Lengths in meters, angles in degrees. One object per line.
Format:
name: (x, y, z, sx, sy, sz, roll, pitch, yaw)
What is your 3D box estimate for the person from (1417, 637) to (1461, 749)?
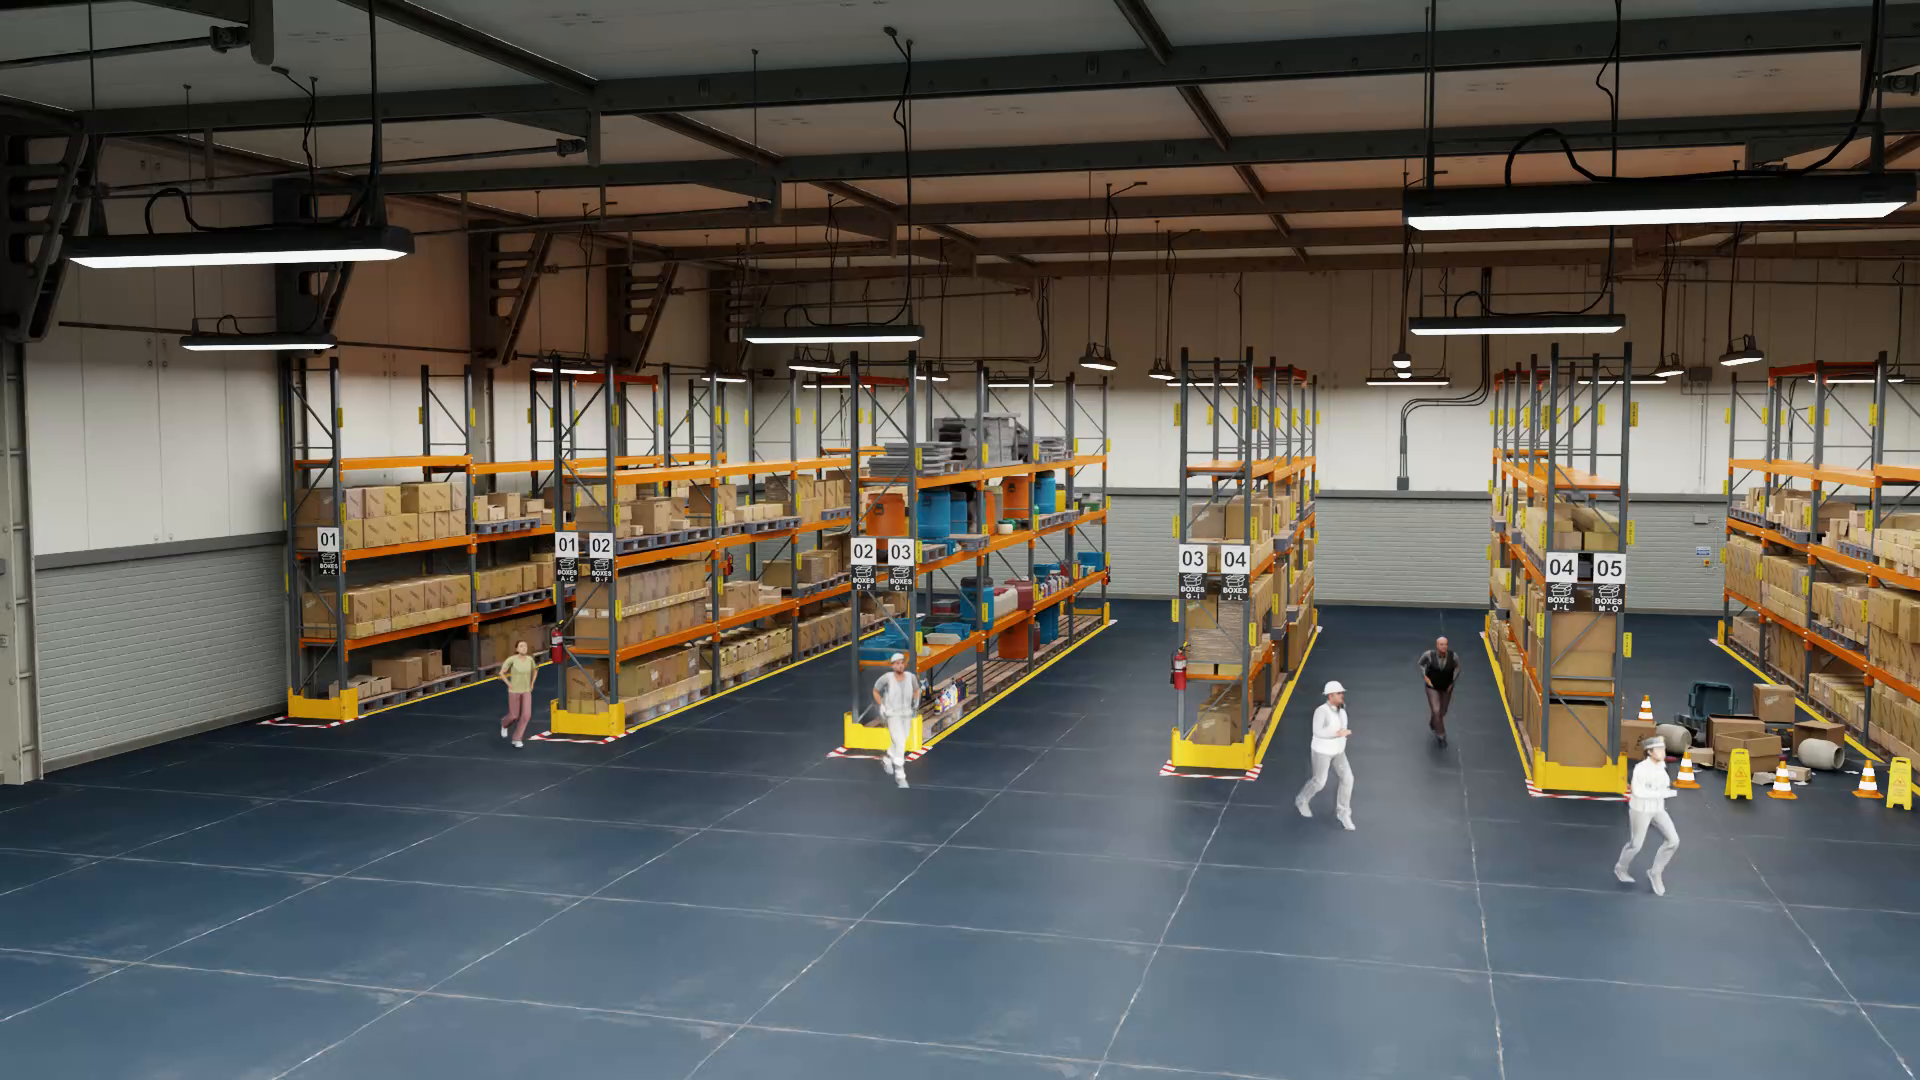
person: (7.355, 2.305, 25.603, 0.664, 1.706, 0.930, 1, 4, 7)

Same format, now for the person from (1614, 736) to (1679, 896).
person: (7.255, 2.874, 17.547, 0.640, 1.692, 0.799, -2, 5, -28)

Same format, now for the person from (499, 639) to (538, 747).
person: (-6.756, 2.324, 25.508, 0.608, 1.625, 0.669, -3, 5, -35)

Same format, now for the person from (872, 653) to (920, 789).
person: (-0.856, 2.440, 22.808, 0.638, 1.829, 0.835, -2, 5, -30)

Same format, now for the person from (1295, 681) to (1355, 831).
person: (4.504, 2.624, 20.475, 0.678, 1.819, 0.901, -3, 5, -39)
